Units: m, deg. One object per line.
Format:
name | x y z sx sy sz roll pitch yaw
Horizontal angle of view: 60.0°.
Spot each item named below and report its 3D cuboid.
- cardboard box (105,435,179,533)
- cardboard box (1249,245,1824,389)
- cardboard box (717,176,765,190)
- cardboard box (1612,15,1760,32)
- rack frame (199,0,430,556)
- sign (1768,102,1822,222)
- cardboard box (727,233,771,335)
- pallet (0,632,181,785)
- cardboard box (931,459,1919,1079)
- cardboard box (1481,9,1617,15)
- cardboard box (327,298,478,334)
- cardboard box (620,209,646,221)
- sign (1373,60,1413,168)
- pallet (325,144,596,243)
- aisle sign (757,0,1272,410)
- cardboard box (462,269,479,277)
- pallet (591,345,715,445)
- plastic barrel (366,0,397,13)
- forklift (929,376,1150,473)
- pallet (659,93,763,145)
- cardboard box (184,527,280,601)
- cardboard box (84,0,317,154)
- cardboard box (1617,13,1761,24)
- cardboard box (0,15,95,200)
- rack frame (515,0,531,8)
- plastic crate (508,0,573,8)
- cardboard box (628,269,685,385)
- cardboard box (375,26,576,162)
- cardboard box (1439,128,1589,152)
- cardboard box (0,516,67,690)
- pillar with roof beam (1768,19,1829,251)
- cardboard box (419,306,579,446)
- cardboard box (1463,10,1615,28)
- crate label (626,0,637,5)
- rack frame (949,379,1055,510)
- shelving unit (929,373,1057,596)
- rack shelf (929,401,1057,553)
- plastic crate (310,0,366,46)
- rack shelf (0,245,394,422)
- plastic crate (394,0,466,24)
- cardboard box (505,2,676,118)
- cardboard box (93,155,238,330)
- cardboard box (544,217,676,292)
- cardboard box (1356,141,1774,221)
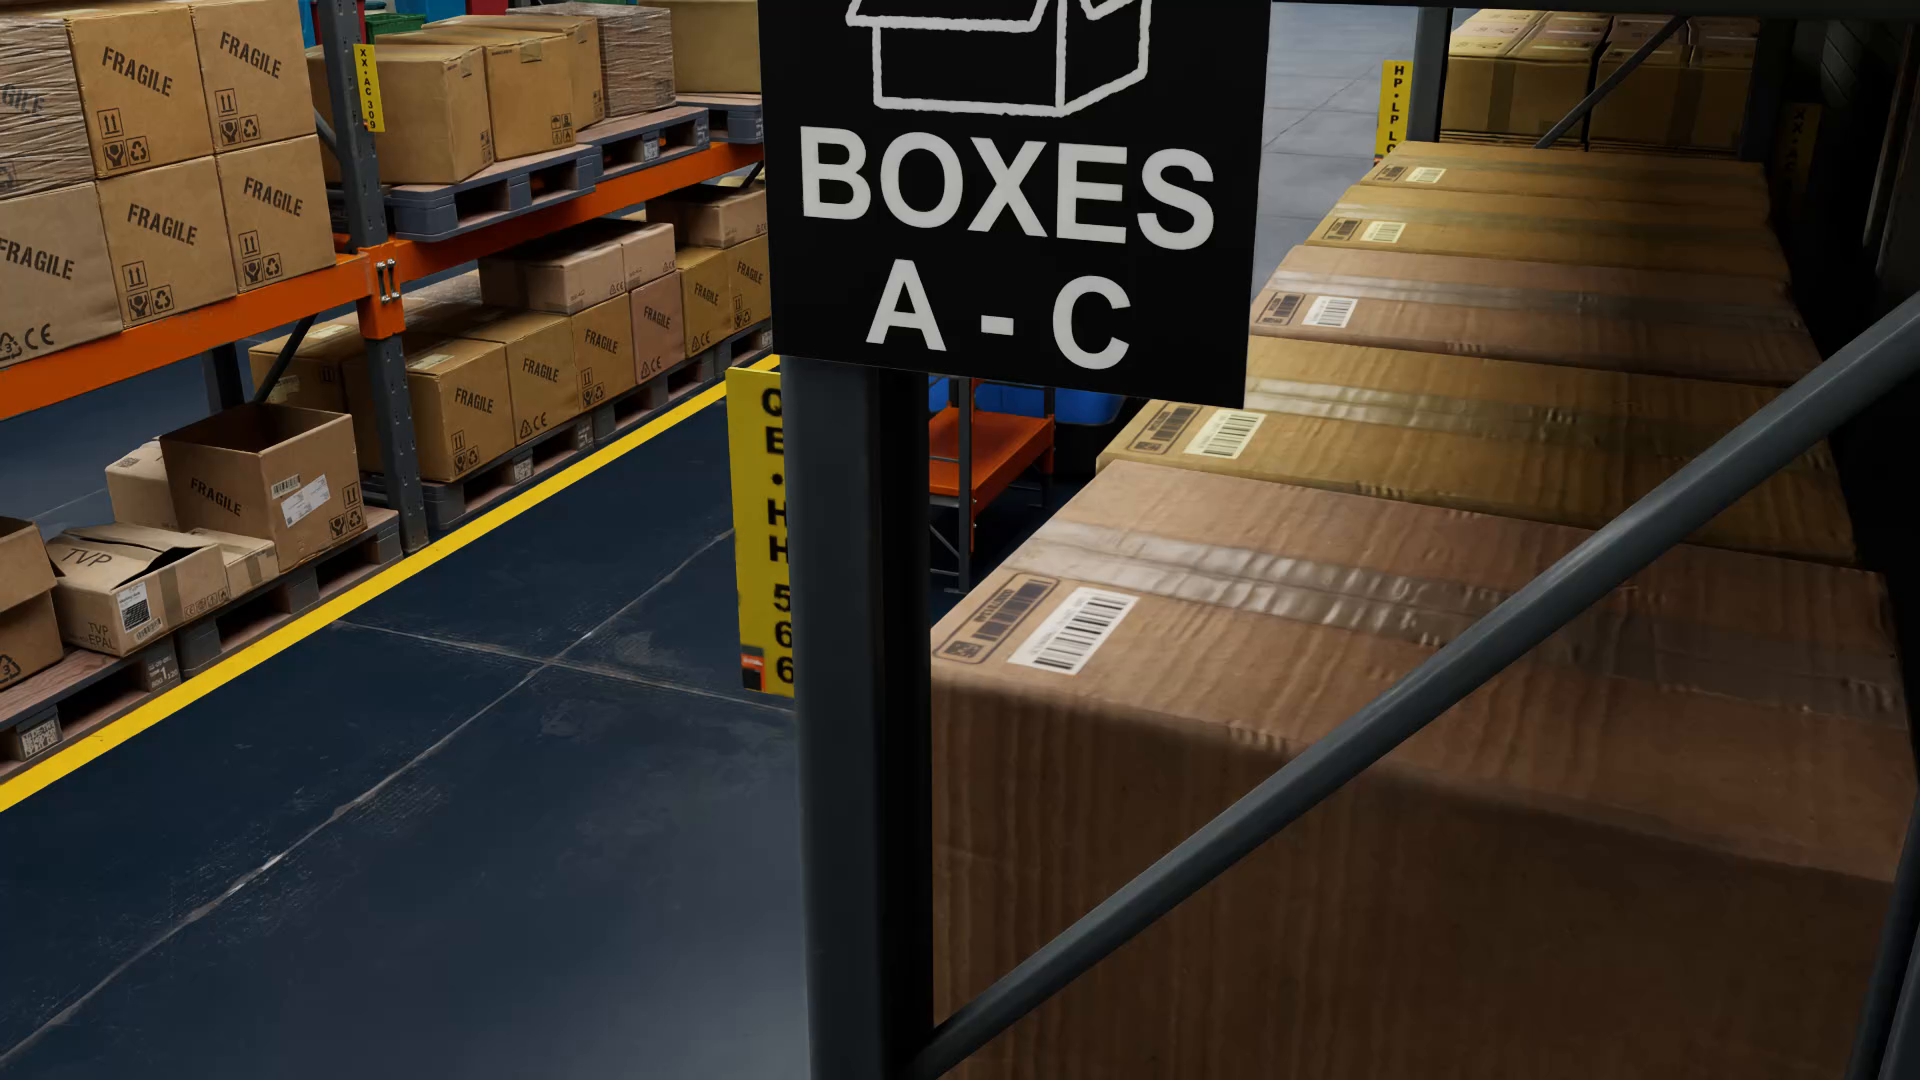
cardboard box | -3.138 -0.255 6.886 0.500 0.311 0.500 9 24 20
cardboard box | 1.066 -0.128 3.276 0.980 0.700 0.700 8 24 17
cardboard box | -1.329 -2.250 11.039 0.500 0.311 0.500 9 24 21
cardboard box | 2.602 -1.738 6.005 0.500 0.250 0.500 8 24 18
rack frame | -2.781 -1.412 6.738 1.000 3.000 0.127 9 24 20
sign | 2.336 -1.061 4.672 0.100 0.325 0.005 9 24 20
cardboard box | -1.424 -1.524 9.680 0.500 0.500 0.500 10 25 22
pallet | -3.488 0.559 5.639 1.003 0.211 1.213 9 24 20
cardboard box | 0.514 0.405 1.999 0.980 0.700 0.700 10 25 22
cardboard box | 2.333 -1.993 6.615 0.500 0.250 0.500 8 24 19
cardboard box | -2.672 -0.855 8.077 0.500 0.500 0.500 9 24 20
cardboard box | -1.729 -1.771 10.270 0.500 0.500 0.500 10 25 22
sign | 1.312 -1.276 5.013 0.100 0.325 0.005 9 24 20
pallet | -2.383 -1.593 7.422 1.003 0.211 1.213 9 24 20
aisle sign | 0.029 -0.489 1.156 0.394 0.787 0.004 9 24 20
cardboard box | -2.299 -1.216 8.942 0.500 0.500 0.500 8 24 18
pallet | -2.062 -0.860 9.034 1.003 0.211 1.213 9 24 20
plastic barrel | -4.966 -4.737 14.522 0.433 0.535 0.433 0 23 0
forklift | 0.565 -2.206 8.728 1.130 2.935 3.031 6 23 13
pallet | -1.482 -2.502 9.597 1.213 0.211 1.003 9 24 20
cardboard box | -2.813 0.088 6.275 0.380 0.149 0.250 9 24 20
cardboard box | -2.728 -1.701 6.004 0.500 0.500 0.500 9 24 20
cardboard box | 2.800 -1.924 6.450 0.500 0.250 0.500 8 24 19
cardboard box | -3.103 -1.337 5.132 0.500 0.500 0.500 9 24 20
rack frame | -4.407 -4.985 15.293 1.000 3.000 0.127 9 24 20
plastic crate | -4.094 -5.126 15.709 0.767 0.338 0.504 9 24 20
cardboard box | -1.806 -1.151 8.785 0.500 0.500 0.500 8 24 18
cardboard box | -2.201 -2.044 7.578 0.700 0.500 0.500 13 26 28
cardboard box | 1.757 -1.098 5.445 0.500 0.500 0.500 8 24 19
cardboard box | -3.474 0.210 5.523 0.797 0.503 0.637 9 24 20
pillar with roof beam | 0.595 -5.861 9.607 9.100 9.000 0.400 9 24 20
cardboard box | -2.187 -0.792 7.927 0.500 0.500 0.500 9 24 21
cardboard box | 2.144 -1.810 6.178 0.500 0.250 0.500 9 24 21
crate label | -3.353 -5.735 17.043 0.502 0.435 0.616 9 24 20
rack frame | 0.186 -0.699 7.463 0.500 1.125 0.032 9 24 20
shelving unit | -0.003 -0.517 7.027 0.538 1.125 1.048 9 24 20
rack shelf | -0.003 -0.291 7.122 0.538 0.278 1.000 9 24 20
plastic crate | -5.008 -4.118 13.133 0.402 0.464 0.583 9 24 20
rack shelf | -3.524 -0.364 5.163 1.077 0.370 4.000 9 24 20
plastic crate | -4.528 -4.538 14.244 0.392 0.384 0.575 9 24 20
cardboard box | -1.941 -2.542 8.768 0.700 0.500 0.500 14 26 30
cardboard box | -2.918 -1.058 5.760 0.500 0.500 0.500 9 24 22
cardboard box | -1.818 -1.483 8.608 0.500 0.250 0.500 8 24 19
cardboard box | 1.603 -0.650 4.526 0.980 0.700 0.700 9 24 21
